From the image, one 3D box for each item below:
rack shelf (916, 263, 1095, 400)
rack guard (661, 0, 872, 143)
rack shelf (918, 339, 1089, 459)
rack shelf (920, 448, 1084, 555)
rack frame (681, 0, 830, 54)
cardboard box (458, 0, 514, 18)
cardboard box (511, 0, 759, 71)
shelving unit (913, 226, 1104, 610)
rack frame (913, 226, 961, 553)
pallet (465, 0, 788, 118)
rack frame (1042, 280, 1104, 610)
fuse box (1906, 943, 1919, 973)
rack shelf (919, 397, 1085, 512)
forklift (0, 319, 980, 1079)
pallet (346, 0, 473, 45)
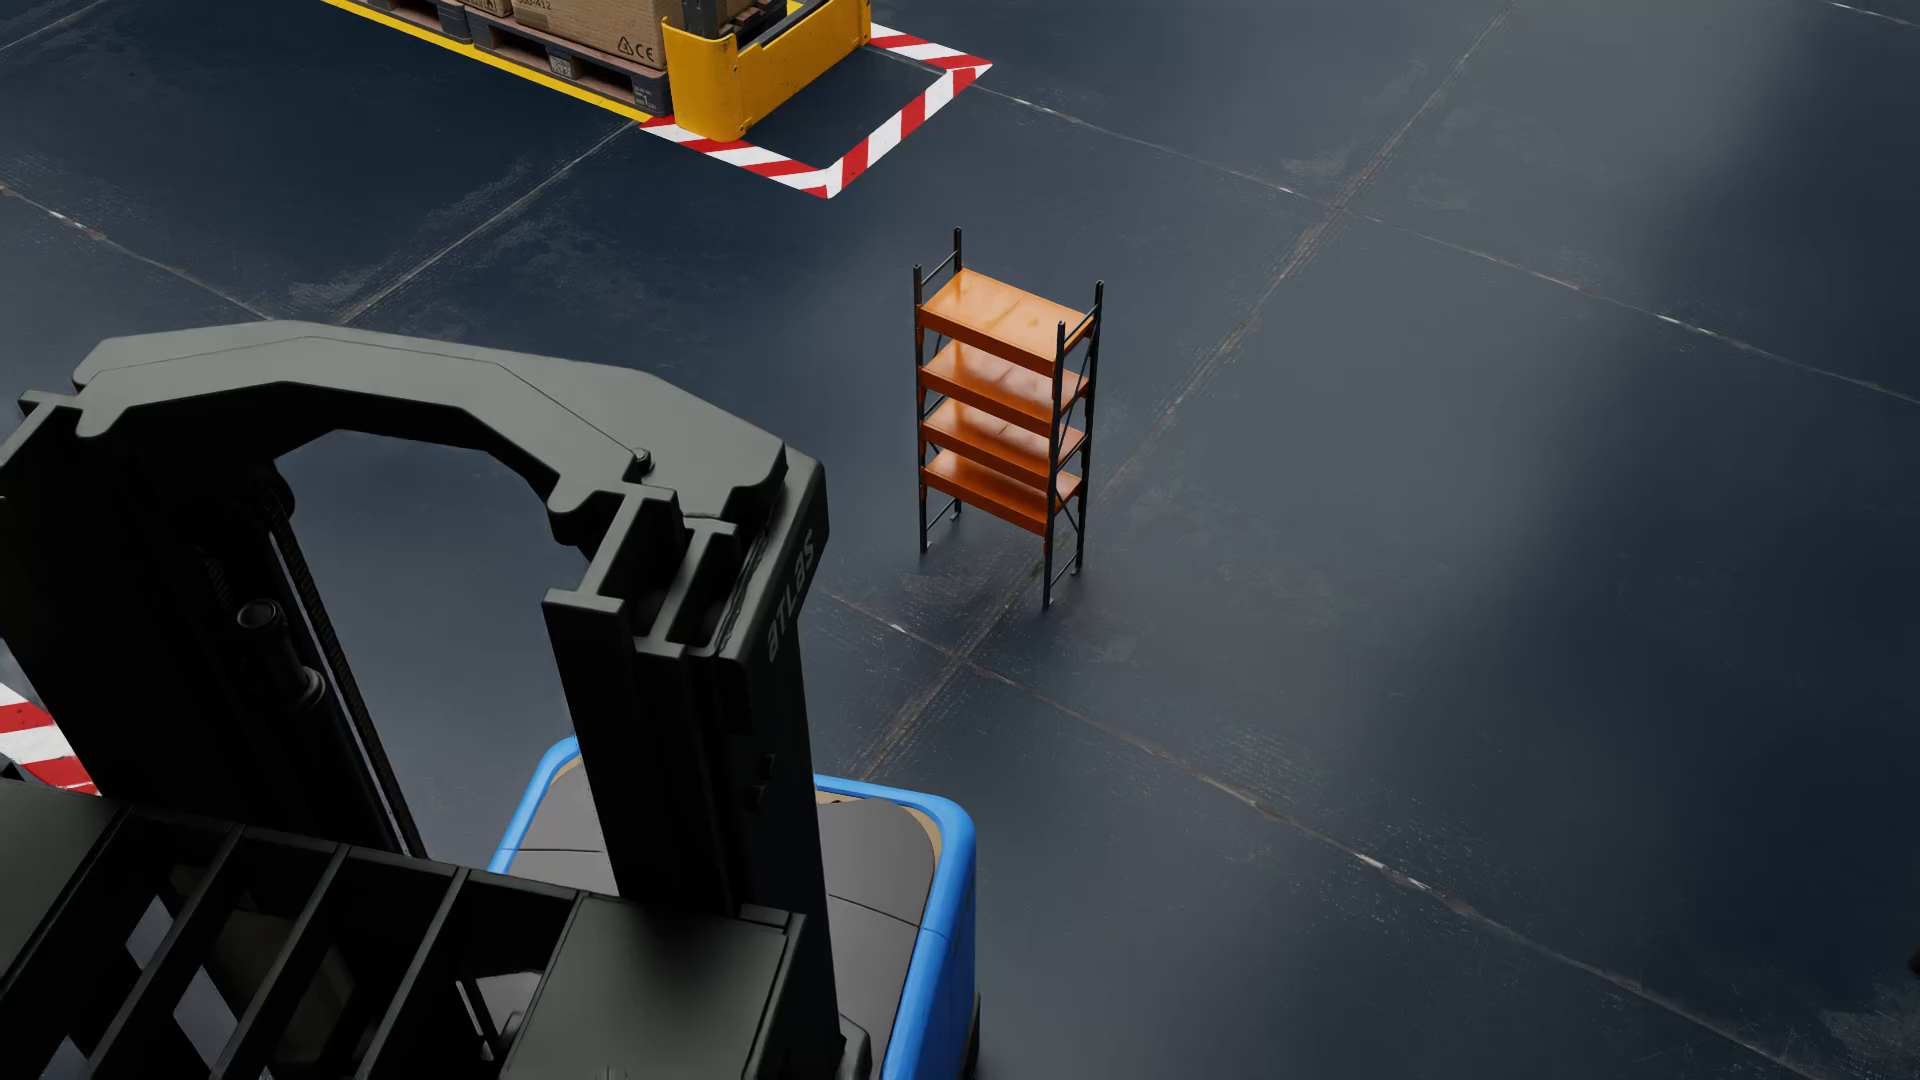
[{"bbox_3d":[0.139,-0.628,4.976,0.480,0.148,0.258,25,51,22],"label":"rack shelf"},{"bbox_3d":[-0.867,-2.363,7.698,0.348,0.500,1.175,25,51,22],"label":"rack guard"},{"bbox_3d":[0.139,-0.463,5.145,0.480,0.148,0.258,25,51,22],"label":"rack shelf"},{"bbox_3d":[0.139,-0.169,5.448,0.480,0.148,0.258,25,51,22],"label":"rack shelf"},{"bbox_3d":[-0.888,-3.244,6.810,0.127,3.000,1.000,25,51,22],"label":"rack frame"},{"bbox_3d":[-2.272,-3.041,8.108,0.875,0.438,0.875,26,51,23],"label":"cardboard box"},{"bbox_3d":[-1.497,-2.692,7.768,0.875,0.438,0.875,23,50,21],"label":"cardboard box"},{"bbox_3d":[0.139,-0.354,5.257,0.503,1.200,0.258,25,51,22],"label":"shelving unit"},{"bbox_3d":[-0.066,-0.449,5.349,0.015,1.200,0.240,25,51,22],"label":"rack frame"},{"bbox_3d":[-1.603,-2.534,8.065,1.213,0.211,1.003,25,51,22],"label":"pallet"},{"bbox_3d":[0.345,-0.260,5.166,0.015,1.200,0.240,25,51,22],"label":"rack frame"},{"bbox_3d":[2.615,0.586,3.987,0.414,1.711,0.539,25,51,22],"label":"fuse box"},{"bbox_3d":[0.139,-0.307,5.306,0.480,0.148,0.258,25,51,22],"label":"rack shelf"},{"bbox_3d":[-0.765,1.269,2.473,1.130,2.935,3.031,9,46,9],"label":"forklift"},{"bbox_3d":[-2.626,-3.007,8.525,1.213,0.211,1.003,25,51,22],"label":"pallet"}]
